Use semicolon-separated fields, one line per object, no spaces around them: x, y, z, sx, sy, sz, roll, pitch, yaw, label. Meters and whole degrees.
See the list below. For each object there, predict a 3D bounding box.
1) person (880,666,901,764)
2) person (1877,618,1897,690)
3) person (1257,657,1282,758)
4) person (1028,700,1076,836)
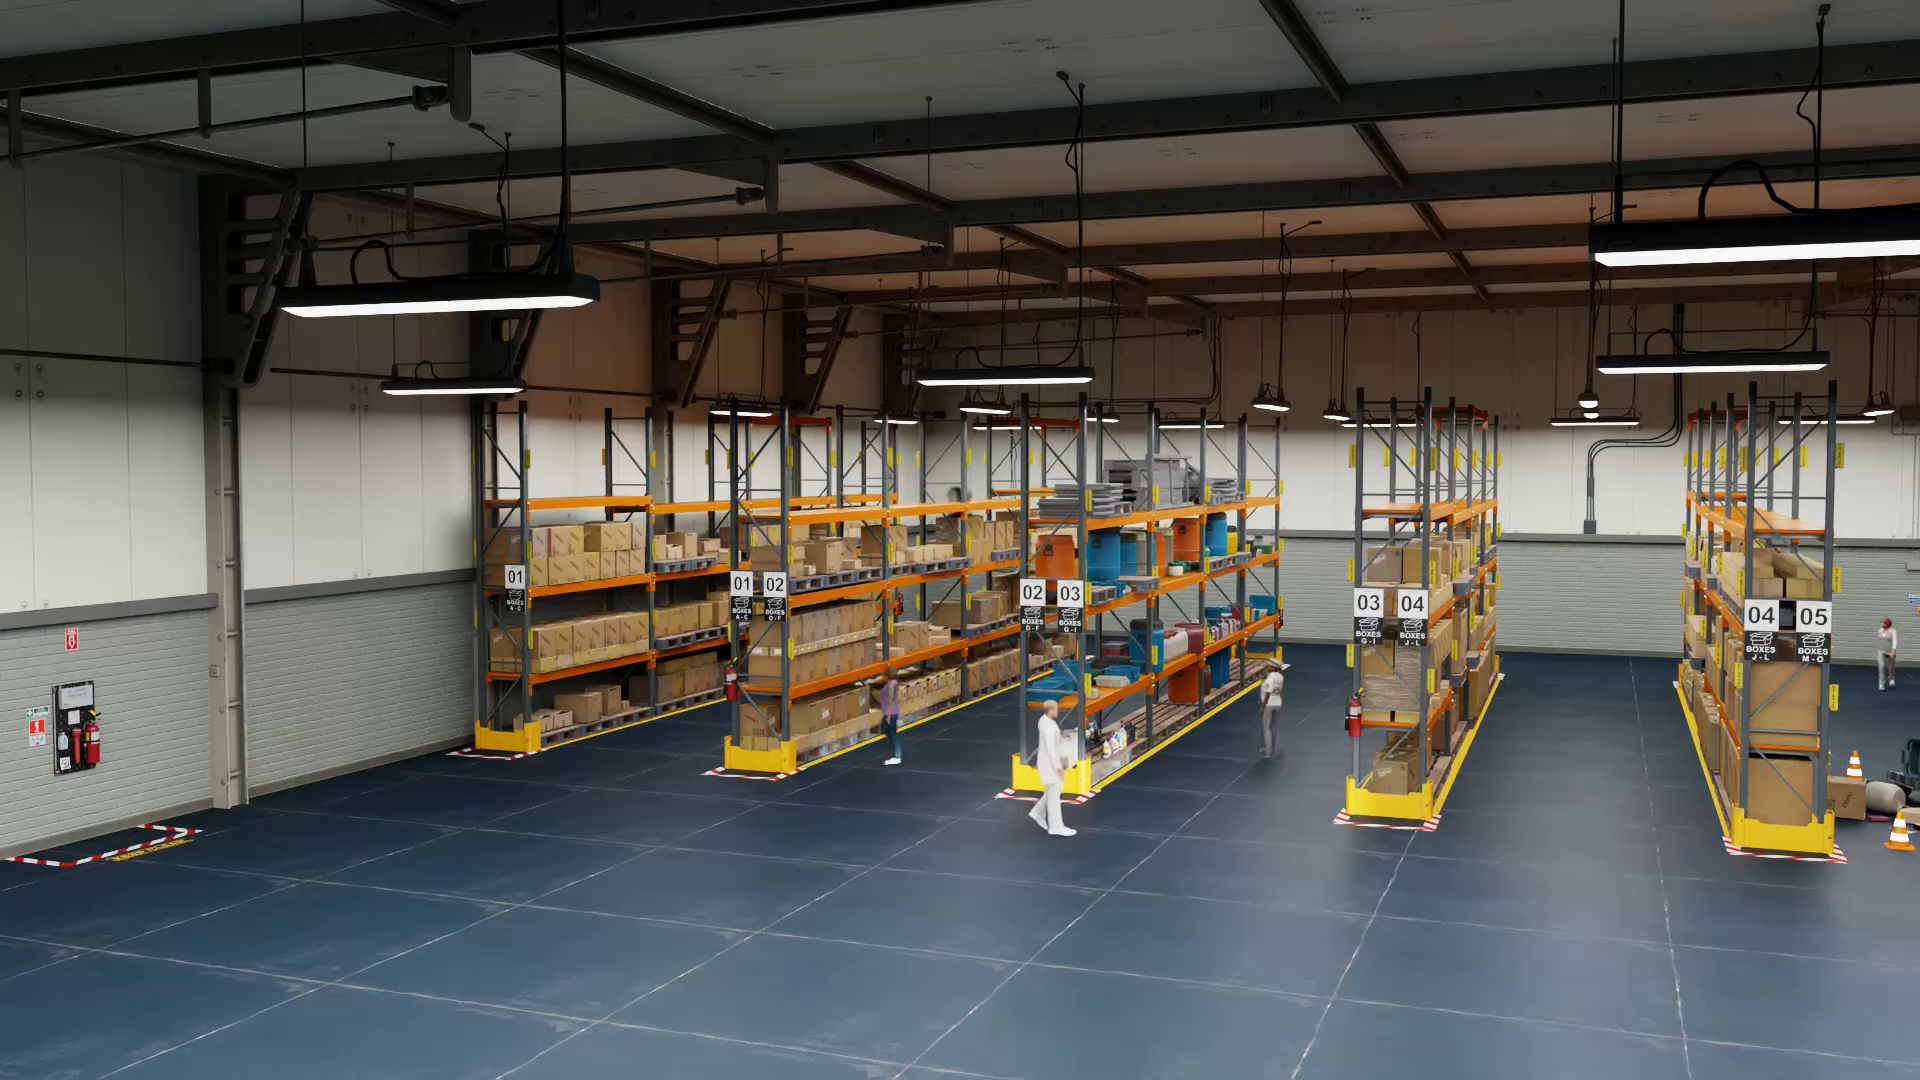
-1.137;2.880;27.264;0.349;1.629;0.513;0;3;-5;person
20.121;2.457;36.087;0.366;1.546;0.969;2;3;31;person
5.180;2.806;28.049;0.469;1.693;0.592;-2;3;-35;person
1.226;3.025;22.249;0.619;1.785;0.709;0;3;-1;person
